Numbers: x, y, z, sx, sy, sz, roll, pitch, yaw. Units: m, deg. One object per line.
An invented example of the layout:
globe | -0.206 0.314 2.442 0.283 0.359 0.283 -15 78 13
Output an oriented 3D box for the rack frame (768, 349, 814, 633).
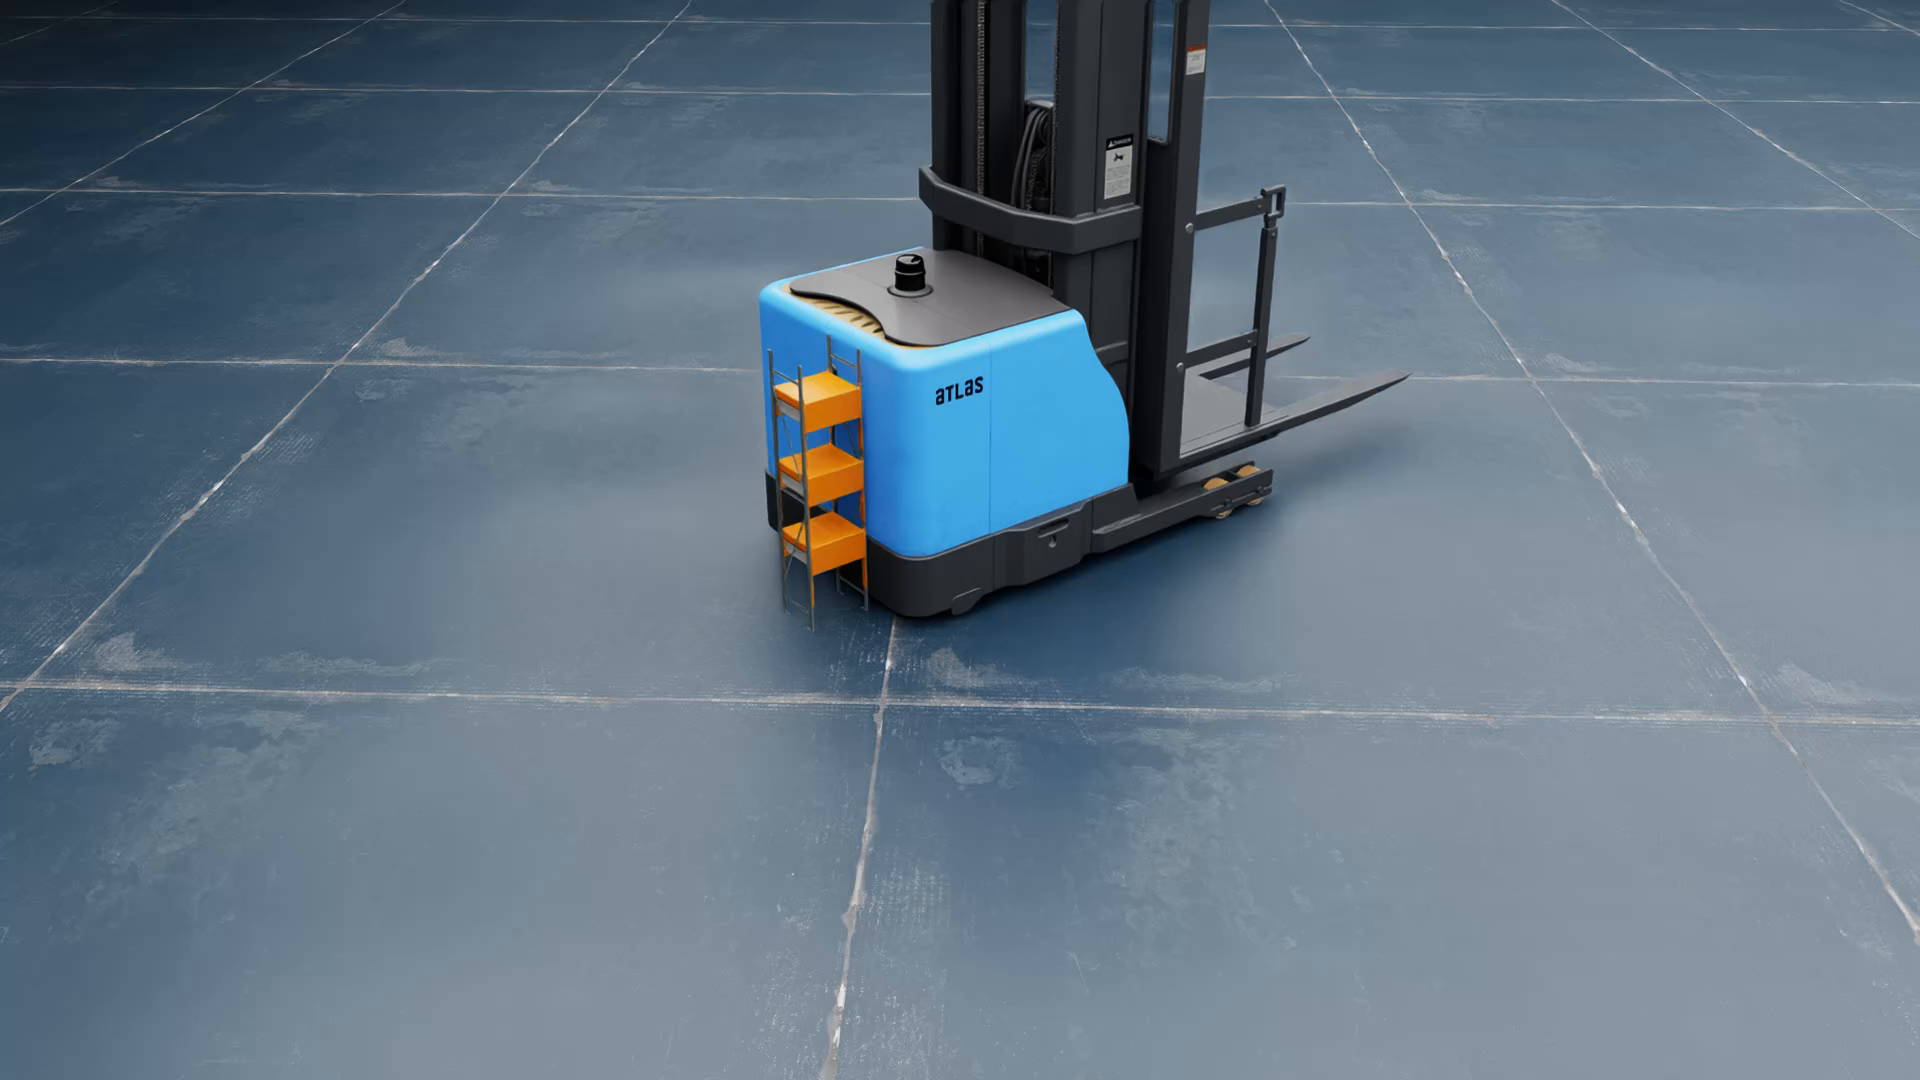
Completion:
rack frame | -0.599 -0.159 5.929 0.008 1.050 0.200 -20 34 -33

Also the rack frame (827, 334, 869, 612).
rack frame | -0.407 -0.230 6.062 0.008 1.050 0.200 -20 34 -33

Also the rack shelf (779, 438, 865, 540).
rack shelf | -0.503 -0.185 6.000 0.240 0.259 0.215 -20 34 -33

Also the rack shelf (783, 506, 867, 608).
rack shelf | -0.503 0.061 6.131 0.240 0.259 0.215 -20 34 -33

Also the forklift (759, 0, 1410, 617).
forklift | 0.697 -1.560 6.563 3.031 2.935 1.130 -20 34 -33

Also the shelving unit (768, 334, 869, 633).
shelving unit | -0.503 -0.194 5.995 0.252 1.050 0.215 -20 34 -33

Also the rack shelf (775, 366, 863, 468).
rack shelf | -0.503 -0.436 5.867 0.240 0.259 0.215 -20 34 -33
